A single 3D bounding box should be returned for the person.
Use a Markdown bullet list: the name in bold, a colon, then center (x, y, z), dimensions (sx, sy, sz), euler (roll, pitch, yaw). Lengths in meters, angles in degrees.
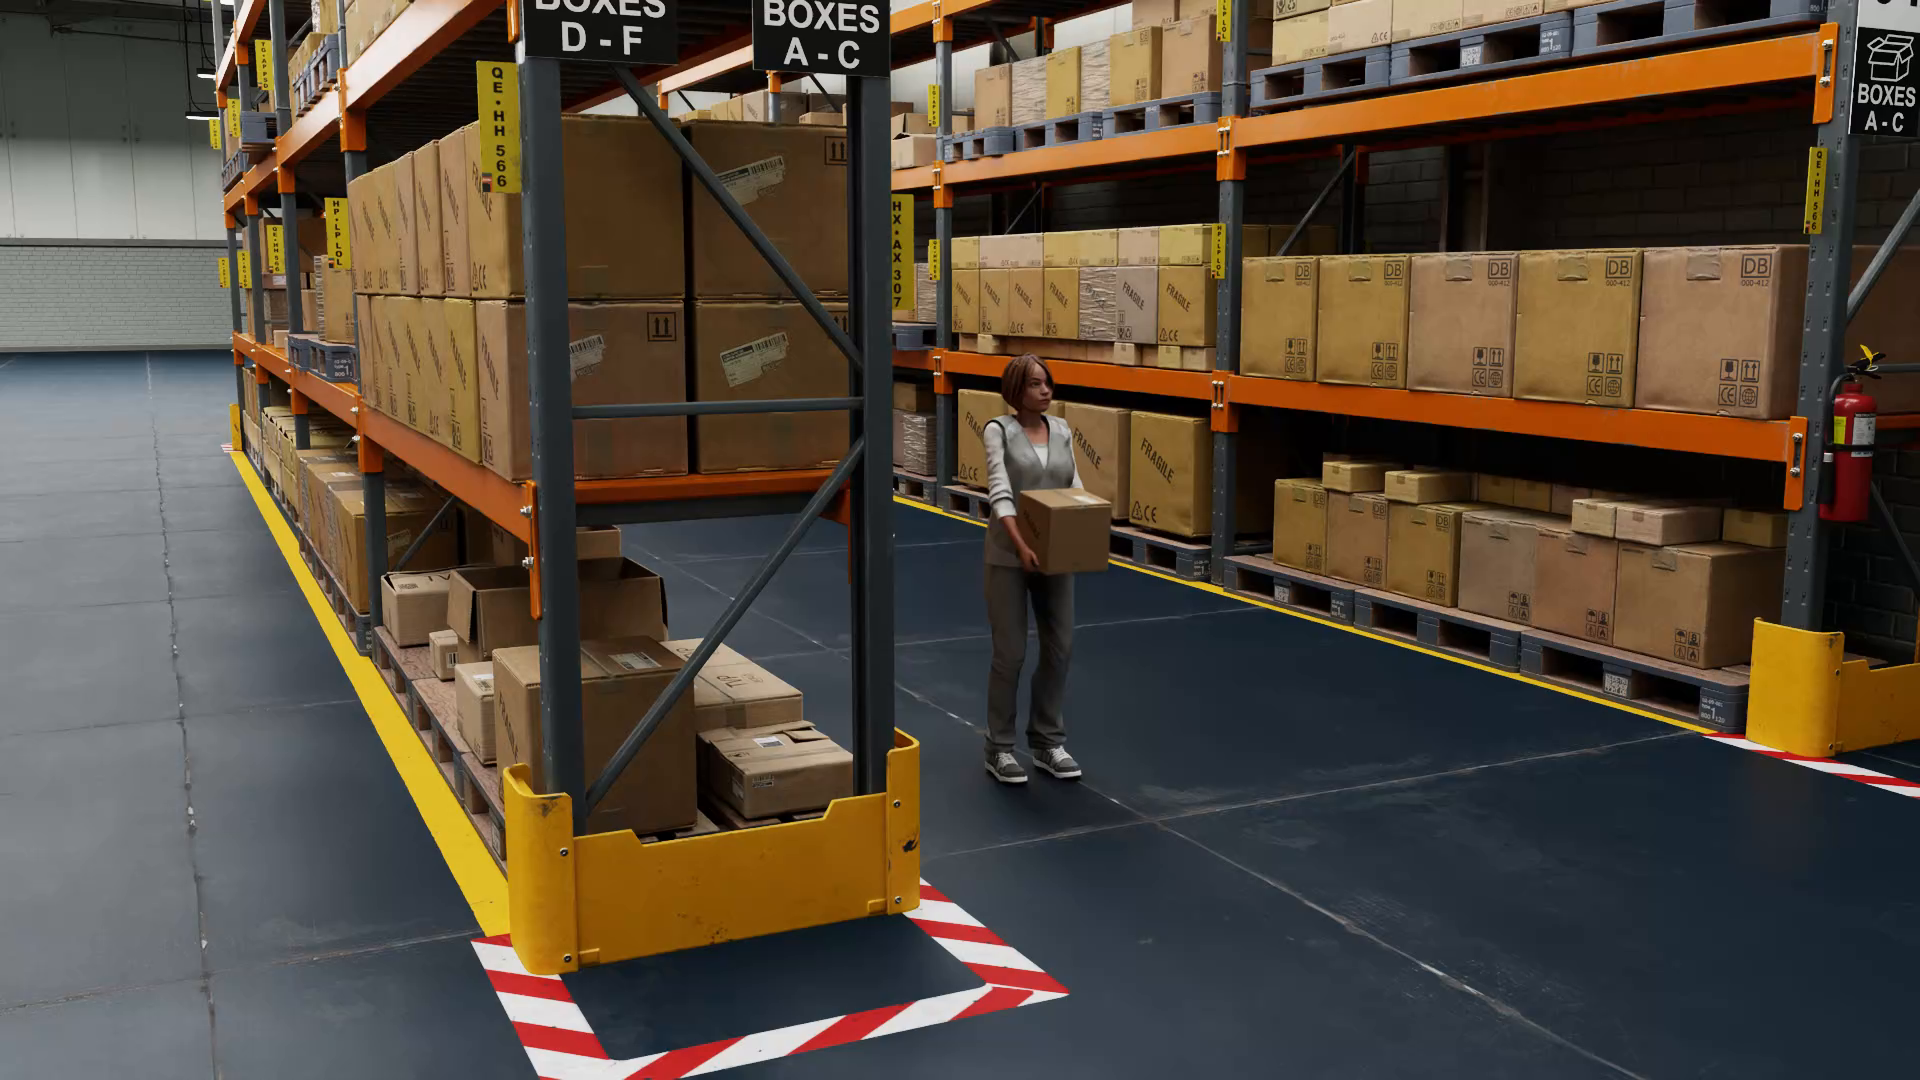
- **person**: center (0.297, 0.112, 6.174), dimensions (0.405, 1.594, 0.489), euler (-4, 10, -25)
